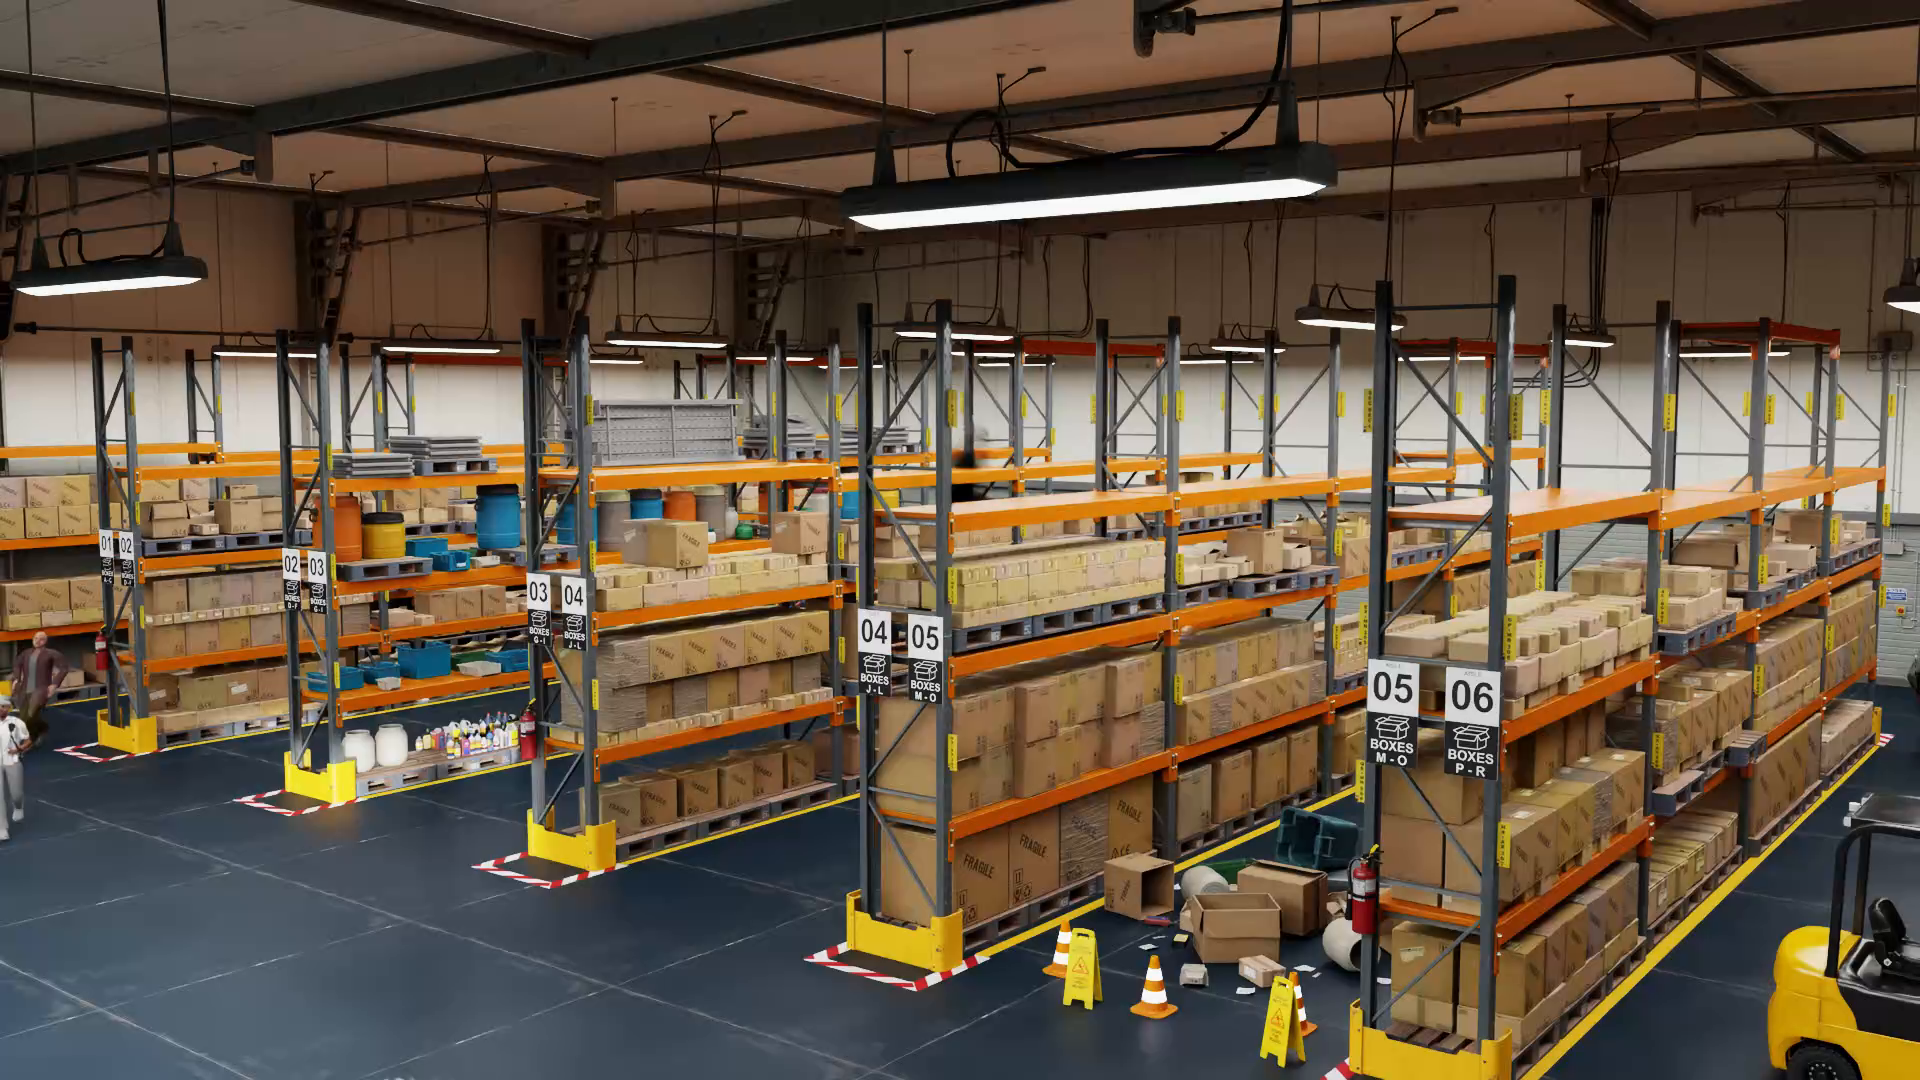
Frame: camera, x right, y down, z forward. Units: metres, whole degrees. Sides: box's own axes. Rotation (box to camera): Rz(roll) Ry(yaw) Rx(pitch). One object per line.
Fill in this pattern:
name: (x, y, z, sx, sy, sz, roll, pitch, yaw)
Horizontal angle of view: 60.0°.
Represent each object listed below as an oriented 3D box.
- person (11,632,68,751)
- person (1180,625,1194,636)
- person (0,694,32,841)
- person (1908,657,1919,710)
person: (-13.442, 2.201, 24.232, 0.771, 1.732, 0.563, 0, 5, 2)
person: (3.010, 2.050, 22.497, 0.693, 1.796, 0.693, 3, 6, 33)
person: (-11.232, 2.631, 19.535, 0.588, 1.666, 0.815, -2, 5, -25)
person: (13.969, 2.256, 23.867, 0.667, 1.697, 0.715, 3, 6, 27)
